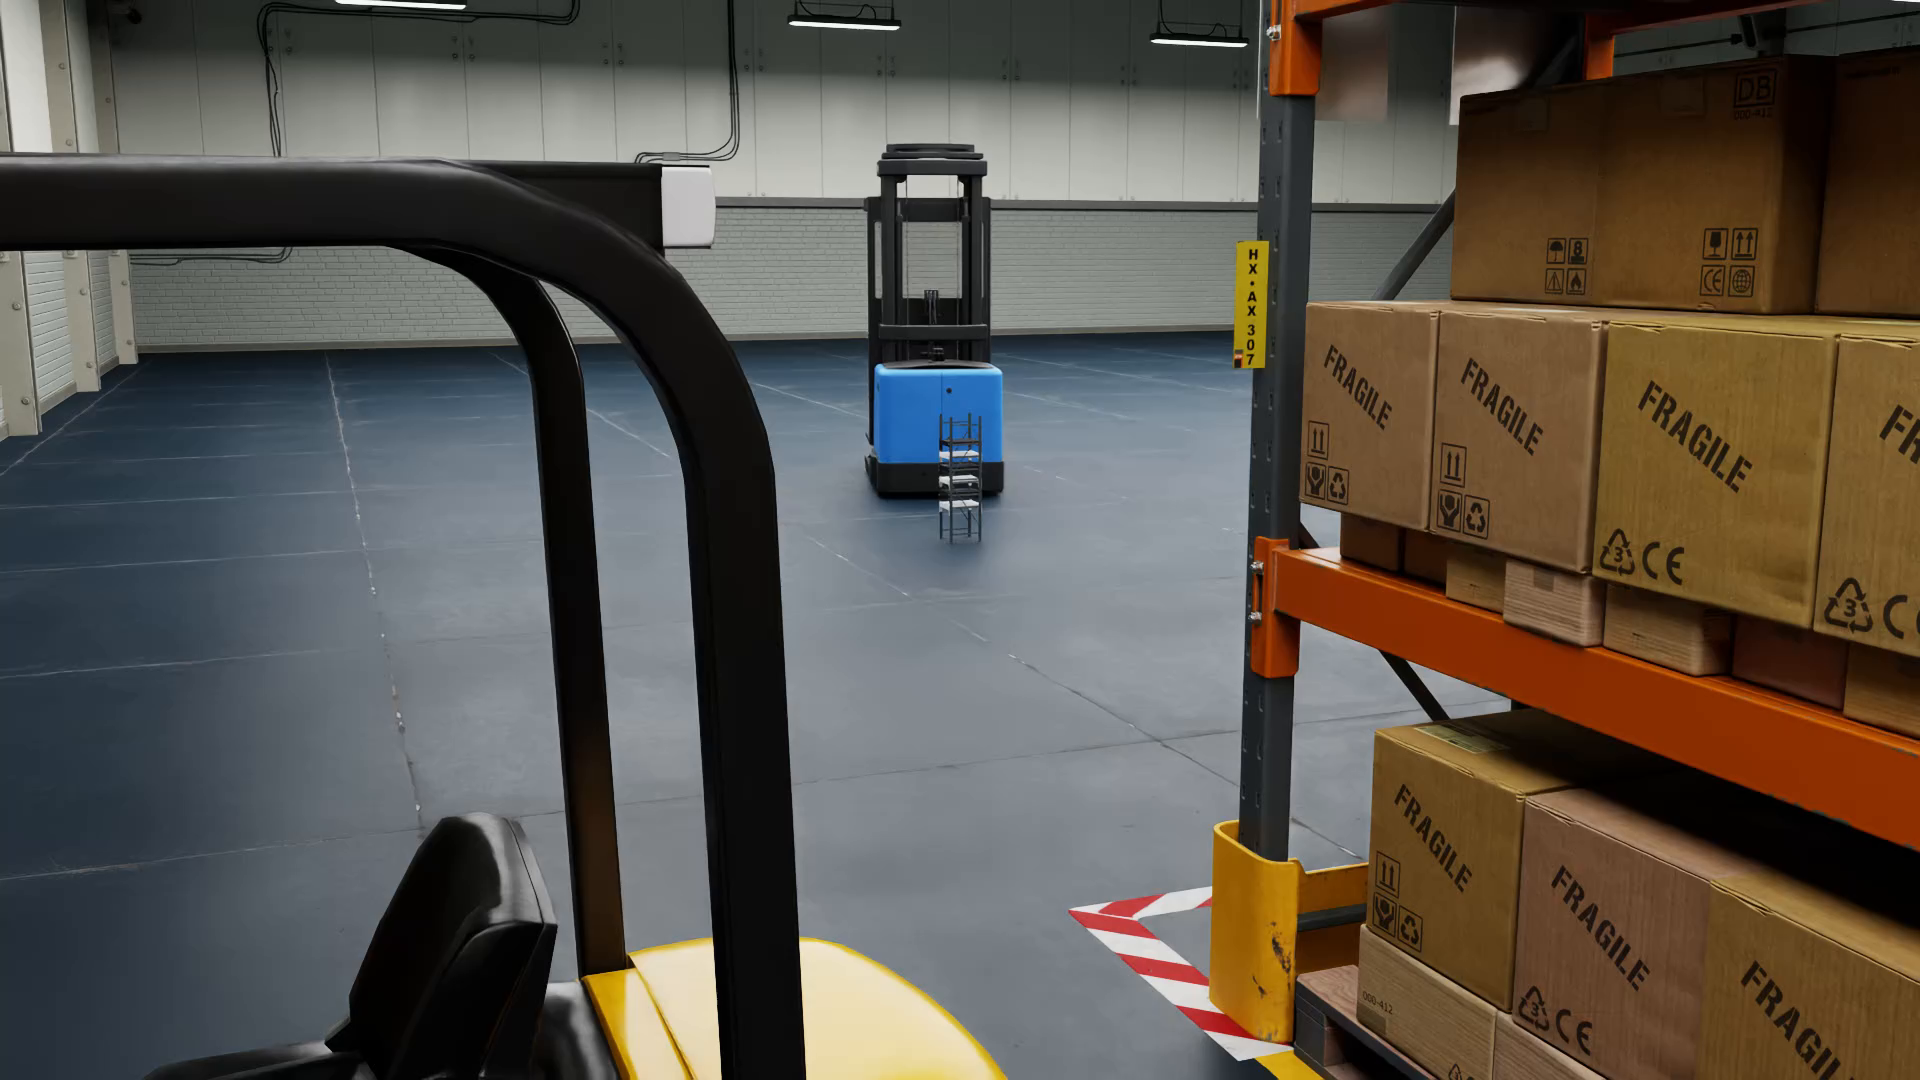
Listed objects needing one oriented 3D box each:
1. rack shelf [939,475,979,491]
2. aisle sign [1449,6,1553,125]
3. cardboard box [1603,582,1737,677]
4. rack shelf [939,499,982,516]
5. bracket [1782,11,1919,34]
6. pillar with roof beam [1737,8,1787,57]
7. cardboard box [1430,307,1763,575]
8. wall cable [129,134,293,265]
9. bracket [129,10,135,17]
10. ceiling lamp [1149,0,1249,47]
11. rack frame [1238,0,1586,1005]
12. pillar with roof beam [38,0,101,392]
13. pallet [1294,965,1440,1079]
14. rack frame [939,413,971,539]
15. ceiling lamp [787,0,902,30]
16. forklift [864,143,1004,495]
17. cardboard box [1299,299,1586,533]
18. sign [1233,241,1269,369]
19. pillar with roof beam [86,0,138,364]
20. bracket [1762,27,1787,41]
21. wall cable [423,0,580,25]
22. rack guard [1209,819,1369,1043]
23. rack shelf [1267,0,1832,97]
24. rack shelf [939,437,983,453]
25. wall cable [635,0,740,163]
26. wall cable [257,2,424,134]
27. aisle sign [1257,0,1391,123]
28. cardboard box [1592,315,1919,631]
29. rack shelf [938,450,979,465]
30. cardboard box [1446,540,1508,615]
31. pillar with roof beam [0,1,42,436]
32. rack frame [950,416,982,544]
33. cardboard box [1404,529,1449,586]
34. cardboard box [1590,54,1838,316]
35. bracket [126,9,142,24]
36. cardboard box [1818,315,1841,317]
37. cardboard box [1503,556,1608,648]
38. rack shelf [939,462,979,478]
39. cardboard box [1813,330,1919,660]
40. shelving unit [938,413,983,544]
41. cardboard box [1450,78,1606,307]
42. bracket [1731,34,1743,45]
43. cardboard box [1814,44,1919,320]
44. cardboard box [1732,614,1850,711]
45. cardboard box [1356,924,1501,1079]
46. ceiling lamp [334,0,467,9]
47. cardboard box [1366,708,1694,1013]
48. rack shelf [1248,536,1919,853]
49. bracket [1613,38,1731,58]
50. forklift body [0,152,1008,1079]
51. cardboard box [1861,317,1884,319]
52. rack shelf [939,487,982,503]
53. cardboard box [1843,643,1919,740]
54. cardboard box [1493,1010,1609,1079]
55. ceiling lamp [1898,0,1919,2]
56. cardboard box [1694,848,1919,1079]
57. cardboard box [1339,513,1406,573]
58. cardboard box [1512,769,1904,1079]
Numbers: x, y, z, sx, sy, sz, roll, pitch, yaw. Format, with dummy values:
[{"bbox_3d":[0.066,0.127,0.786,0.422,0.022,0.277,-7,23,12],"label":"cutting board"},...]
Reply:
[{"bbox_3d":[0.003,-0.409,11.840,0.258,0.077,0.200,-4,11,-21],"label":"rack shelf"},{"bbox_3d":[1.508,-1.524,4.499,0.394,0.787,0.004,-4,11,-21],"label":"aisle sign"},{"bbox_3d":[1.490,0.150,3.229,0.380,0.149,0.250,-4,11,-19],"label":"cardboard box"},{"bbox_3d":[0.003,-0.232,11.871,0.258,0.077,0.200,-4,11,-21],"label":"rack shelf"},{"bbox_3d":[17.463,-9.860,31.380,0.076,0.066,4.783,-4,11,-21],"label":"bracket"},{"bbox_3d":[12.697,-8.326,33.031,9.100,9.000,0.548,-4,11,-21],"label":"pillar with roof beam"},{"bbox_3d":[1.364,-0.232,3.523,0.500,0.500,0.500,-4,11,-19],"label":"cardboard box"},{"bbox_3d":[-14.659,-6.615,32.282,3.097,2.526,0.112,-4,11,-21],"label":"wall cable"},{"bbox_3d":[-15.288,-9.732,30.660,0.076,0.066,3.189,-4,11,-21],"label":"bracket"},{"bbox_3d":[4.471,-11.041,31.628,2.000,3.185,0.800,-4,11,-21],"label":"ceiling lamp"},{"bbox_3d":[1.261,-0.215,4.566,1.000,3.000,0.127,-4,11,-21],"label":"rack frame"},{"bbox_3d":[-8.637,-6.873,24.865,9.100,9.000,0.400,-4,11,-21],"label":"pillar with roof beam"},{"bbox_3d":[1.549,1.305,3.982,1.003,0.211,1.213,-4,11,-21],"label":"pallet"},{"bbox_3d":[-0.034,-0.458,11.927,0.240,0.900,0.006,-4,11,-21],"label":"rack frame"},{"bbox_3d":[-2.109,-10.593,29.109,2.000,3.185,0.800,-4,11,-21],"label":"ceiling lamp"},{"bbox_3d":[-0.298,-2.037,15.003,1.130,2.935,3.031,-1,10,-6],"label":"forklift"},{"bbox_3d":[1.174,-0.316,3.998,0.500,0.500,0.500,-4,11,-22],"label":"cardboard box"},{"bbox_3d":[0.755,-0.607,4.297,0.100,0.325,0.005,-4,11,-21],"label":"sign"},{"bbox_3d":[-10.811,-7.853,30.371,9.100,9.000,0.548,-4,11,-21],"label":"pillar with roof beam"},{"bbox_3d":[16.529,-10.281,33.745,0.235,0.232,0.430,-4,11,-21],"label":"bracket"},{"bbox_3d":[-9.253,-11.709,33.510,3.097,2.526,0.112,-4,11,-21],"label":"wall cable"},{"bbox_3d":[1.288,1.028,4.715,1.175,0.500,0.348,-4,11,-21],"label":"rack guard"},{"bbox_3d":[1.985,-1.012,2.531,1.077,0.370,4.000,-4,11,-21],"label":"rack shelf"},{"bbox_3d":[0.003,-0.675,11.792,0.258,0.077,0.200,-4,11,-21],"label":"rack shelf"},{"bbox_3d":[-5.805,-10.418,35.084,2.305,6.003,0.169,-4,11,-21],"label":"wall cable"},{"bbox_3d":[-12.137,-9.274,32.805,3.097,2.526,0.112,-4,11,-21],"label":"wall cable"},{"bbox_3d":[0.949,-1.486,4.285,0.394,0.787,0.004,-4,11,-21],"label":"aisle sign"},{"bbox_3d":[1.550,-0.149,3.056,0.500,0.500,0.500,-4,11,-22],"label":"cardboard box"},{"bbox_3d":[0.003,-0.586,11.808,0.258,0.077,0.200,-4,11,-21],"label":"rack shelf"},{"bbox_3d":[1.316,0.066,3.703,0.380,0.149,0.250,-4,11,-23],"label":"cardboard box"},{"bbox_3d":[-6.463,-5.894,19.359,9.100,9.000,0.400,-4,11,-21],"label":"pillar with roof beam"},{"bbox_3d":[0.040,-0.425,11.741,0.240,0.900,0.006,-4,11,-21],"label":"rack frame"},{"bbox_3d":[1.296,0.017,3.976,0.380,0.149,0.250,-4,11,-20],"label":"cardboard box"},{"bbox_3d":[1.825,-0.751,3.586,0.700,0.500,0.500,-4,11,-20],"label":"cardboard box"},{"bbox_3d":[-15.502,-9.829,31.202,0.235,0.232,0.430,-4,11,-21],"label":"bracket"},{"bbox_3d":[1.891,-0.258,3.670,0.500,0.500,0.500,-4,11,-21],"label":"cardboard box"},{"bbox_3d":[1.365,0.110,3.454,0.380,0.149,0.250,-4,11,-20],"label":"cardboard box"},{"bbox_3d":[0.003,-0.498,11.824,0.258,0.077,0.200,-4,11,-21],"label":"rack shelf"},{"bbox_3d":[1.742,-0.066,2.593,0.500,0.500,0.500,-4,11,-22],"label":"cardboard box"},{"bbox_3d":[0.003,-0.442,11.834,0.258,0.900,0.210,-4,11,-21],"label":"shelving unit"},{"bbox_3d":[1.649,-0.834,4.053,0.700,0.500,0.500,-4,11,-22],"label":"cardboard box"},{"bbox_3d":[16.229,-10.416,34.506,0.235,0.232,0.430,-4,11,-21],"label":"bracket"},{"bbox_3d":[2.106,-0.674,3.154,0.700,0.500,0.500,-4,11,-22],"label":"cardboard box"},{"bbox_3d":[1.642,0.189,3.008,0.380,0.149,0.250,-4,11,-19],"label":"cardboard box"},{"bbox_3d":[1.295,1.081,3.931,0.500,0.250,0.500,-4,11,-21],"label":"cardboard box"},{"bbox_3d":[-8.997,-10.124,26.472,2.000,3.185,0.800,-4,11,-21],"label":"ceiling lamp"},{"bbox_3d":[1.304,0.715,3.844,0.500,0.500,0.500,-4,11,-23],"label":"cardboard box"},{"bbox_3d":[1.985,0.465,2.794,1.077,0.370,4.000,-4,11,-21],"label":"rack shelf"},{"bbox_3d":[15.289,-10.840,36.886,0.076,0.066,4.783,-4,11,-21],"label":"bracket"},{"bbox_3d":[-0.977,0.712,1.777,2.313,2.155,1.214,-4,11,-21],"label":"forklift body"},{"bbox_3d":[2.069,-0.176,3.210,0.500,0.500,0.500,-4,11,-21],"label":"cardboard box"},{"bbox_3d":[0.003,-0.320,11.855,0.258,0.077,0.200,-4,11,-21],"label":"rack shelf"},{"bbox_3d":[1.710,0.234,2.755,0.380,0.149,0.250,-4,11,-22],"label":"cardboard box"},{"bbox_3d":[1.473,1.165,3.460,0.500,0.250,0.500,-3,11,-19],"label":"cardboard box"},{"bbox_3d":[14.614,-10.040,25.883,2.000,3.144,0.800,-4,11,-21],"label":"ceiling lamp"},{"bbox_3d":[1.672,0.883,2.902,0.500,0.500,0.500,-4,11,-20],"label":"cardboard box"},{"bbox_3d":[1.191,-0.023,4.202,0.380,0.149,0.250,-4,11,-21],"label":"cardboard box"},{"bbox_3d":[1.498,0.801,3.366,0.500,0.500,0.500,-4,11,-23],"label":"cardboard box"}]
